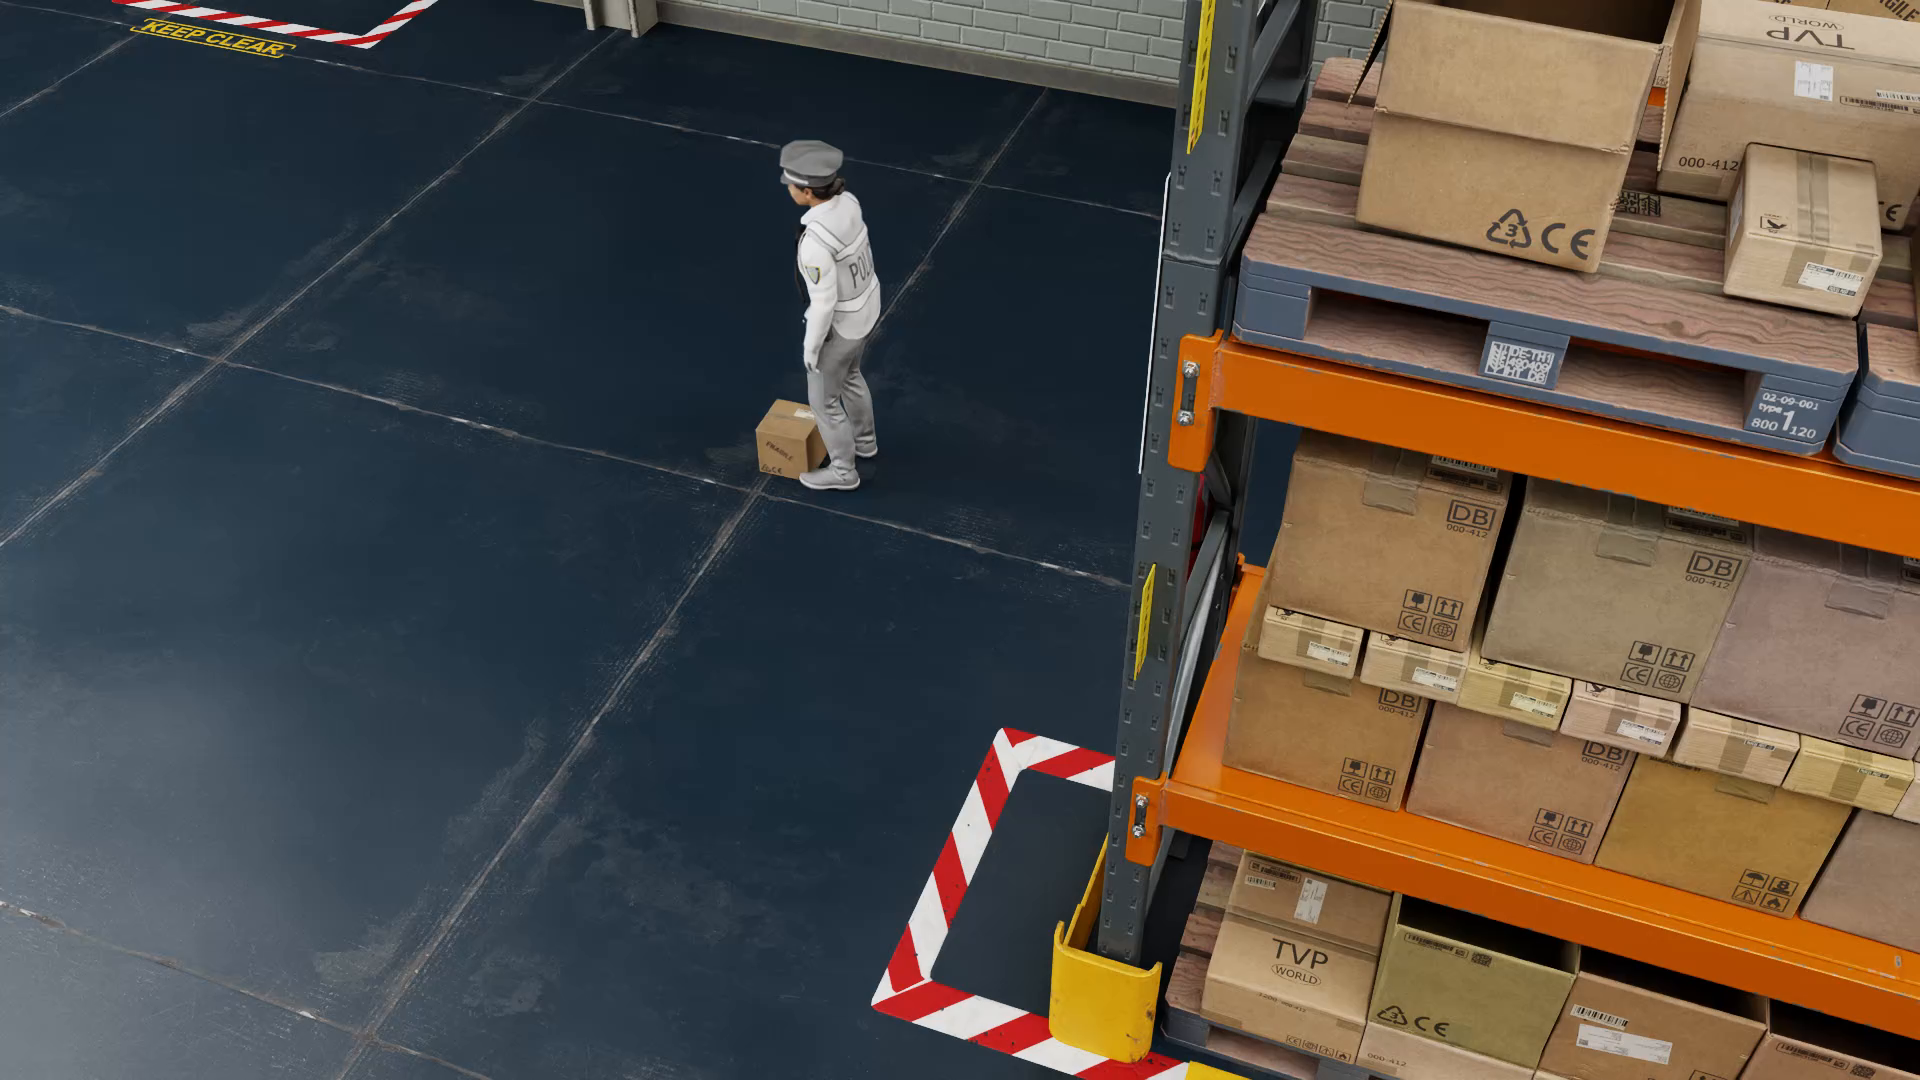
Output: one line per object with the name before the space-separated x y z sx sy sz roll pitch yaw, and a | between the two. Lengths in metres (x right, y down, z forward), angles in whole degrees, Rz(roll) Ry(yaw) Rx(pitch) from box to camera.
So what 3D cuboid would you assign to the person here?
person | -0.544 -0.941 7.211 0.371 1.663 0.522 12 43 13
